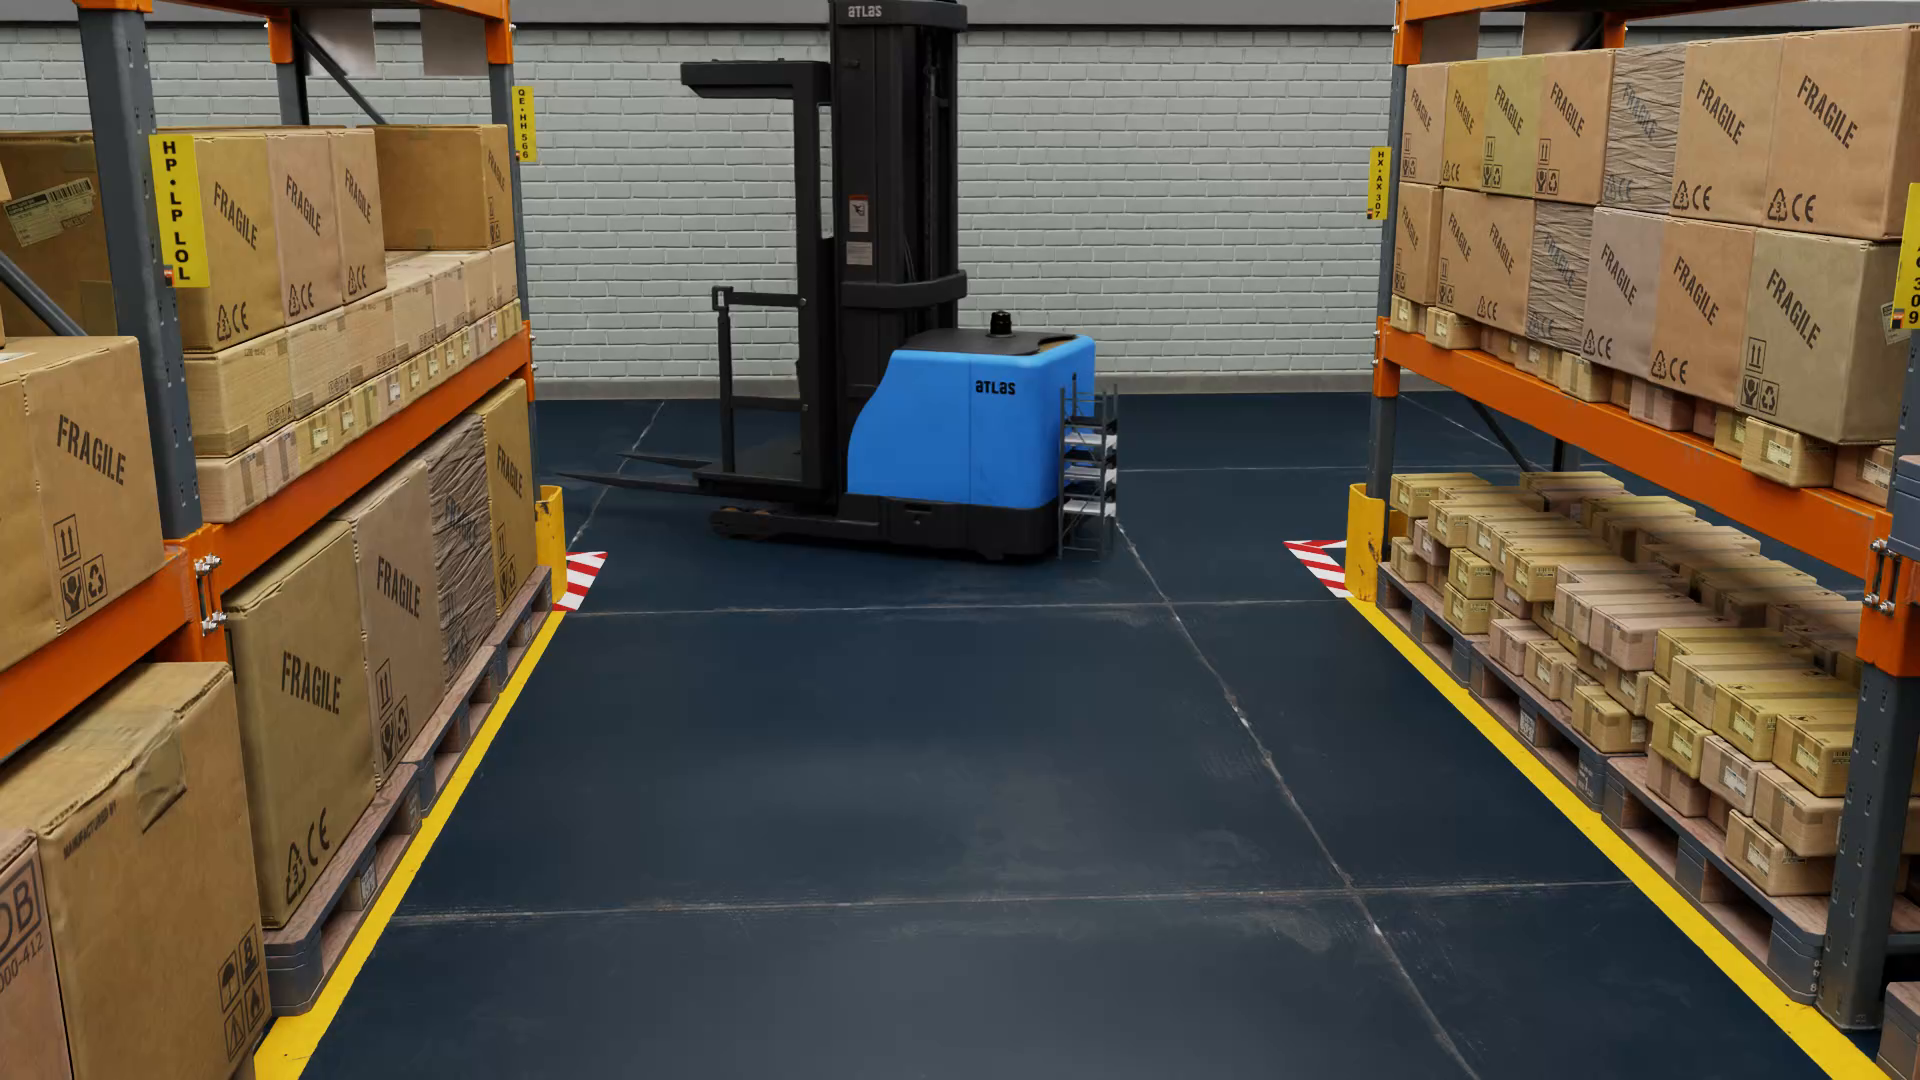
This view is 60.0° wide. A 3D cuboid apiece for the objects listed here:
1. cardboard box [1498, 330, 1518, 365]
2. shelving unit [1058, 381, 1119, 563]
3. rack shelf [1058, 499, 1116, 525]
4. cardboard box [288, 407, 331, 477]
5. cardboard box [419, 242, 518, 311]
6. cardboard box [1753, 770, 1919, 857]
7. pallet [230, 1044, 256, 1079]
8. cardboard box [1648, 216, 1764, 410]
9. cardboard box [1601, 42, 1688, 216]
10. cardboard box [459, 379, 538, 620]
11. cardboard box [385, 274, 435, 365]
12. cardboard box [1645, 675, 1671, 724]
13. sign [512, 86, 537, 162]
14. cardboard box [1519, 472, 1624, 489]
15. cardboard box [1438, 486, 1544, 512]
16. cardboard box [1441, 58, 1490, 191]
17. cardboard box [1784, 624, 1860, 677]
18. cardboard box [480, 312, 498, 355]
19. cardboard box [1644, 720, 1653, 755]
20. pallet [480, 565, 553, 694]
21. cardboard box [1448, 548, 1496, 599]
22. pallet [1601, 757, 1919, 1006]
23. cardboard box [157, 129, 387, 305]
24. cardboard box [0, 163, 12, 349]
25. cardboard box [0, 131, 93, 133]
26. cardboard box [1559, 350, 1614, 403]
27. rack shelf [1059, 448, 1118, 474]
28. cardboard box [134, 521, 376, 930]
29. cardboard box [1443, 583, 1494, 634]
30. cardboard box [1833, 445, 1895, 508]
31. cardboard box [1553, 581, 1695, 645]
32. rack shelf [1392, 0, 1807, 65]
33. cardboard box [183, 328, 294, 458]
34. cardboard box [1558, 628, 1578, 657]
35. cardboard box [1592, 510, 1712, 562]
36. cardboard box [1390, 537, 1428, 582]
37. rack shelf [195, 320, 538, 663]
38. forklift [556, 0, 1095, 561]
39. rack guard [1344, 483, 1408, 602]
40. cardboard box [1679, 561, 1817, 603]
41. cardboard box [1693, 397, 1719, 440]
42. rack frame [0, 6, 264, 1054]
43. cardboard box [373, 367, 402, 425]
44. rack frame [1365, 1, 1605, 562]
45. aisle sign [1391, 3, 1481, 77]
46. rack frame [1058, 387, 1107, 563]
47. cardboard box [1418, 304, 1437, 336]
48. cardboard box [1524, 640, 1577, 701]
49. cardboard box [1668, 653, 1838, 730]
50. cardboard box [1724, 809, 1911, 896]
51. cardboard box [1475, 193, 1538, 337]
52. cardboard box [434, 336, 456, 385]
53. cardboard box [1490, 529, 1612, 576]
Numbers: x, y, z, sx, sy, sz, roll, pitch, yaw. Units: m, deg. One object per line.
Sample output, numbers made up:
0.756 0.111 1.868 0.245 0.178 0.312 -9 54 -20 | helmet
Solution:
2.326 -0.759 6.459 0.380 0.149 0.250 -1 14 -4 | cardboard box
0.661 -0.353 8.592 0.258 0.900 0.210 5 15 20 | shelving unit
0.661 -0.146 8.645 0.258 0.077 0.200 5 15 20 | rack shelf
-1.961 -0.268 4.553 0.380 0.149 0.250 0 14 -2 | cardboard box
-2.194 -1.130 7.103 0.500 0.250 0.500 -1 14 -4 | cardboard box
2.379 0.728 4.459 0.380 0.149 0.250 -1 14 -2 | cardboard box
-2.118 1.361 3.314 1.003 0.211 1.213 -1 14 -3 | pallet
2.373 -0.669 4.810 0.500 0.500 0.500 -1 14 -5 | cardboard box
2.362 -1.277 5.166 0.500 0.500 0.500 -1 14 -2 | cardboard box
-2.369 -0.192 7.172 0.875 0.875 0.875 -1 14 -3 | cardboard box
-2.095 -0.748 5.617 0.500 0.250 0.500 -1 14 -3 | cardboard box
2.398 0.531 5.226 0.380 0.149 0.250 -1 14 -3 | cardboard box
-1.946 -1.855 7.419 0.100 0.325 0.005 -1 14 -3 | sign
2.753 -0.210 7.506 0.380 0.149 0.250 -1 14 -3 | cardboard box
2.298 -0.135 7.216 0.380 0.149 0.250 -1 14 -2 | cardboard box
2.268 -1.662 6.662 0.500 0.500 0.500 0 14 -2 | cardboard box
2.839 0.372 5.244 0.380 0.149 0.250 -1 14 -5 | cardboard box
-2.106 -0.843 6.786 0.380 0.149 0.250 -1 14 -3 | cardboard box
2.443 0.655 5.338 0.380 0.149 0.250 -1 14 -5 | cardboard box
-2.361 0.373 7.153 1.003 0.211 1.213 -1 14 -3 | pallet
2.216 0.135 6.764 0.380 0.149 0.250 0 14 -2 | cardboard box
2.639 0.952 4.902 1.003 0.211 1.213 -1 14 -3 | pallet
-2.075 -0.990 5.053 0.500 0.500 0.500 -1 14 -5 | cardboard box
-2.193 -0.556 2.953 0.797 0.503 0.637 -1 14 -5 | cardboard box
-2.563 -0.850 4.508 0.500 0.500 0.500 -1 14 -3 | cardboard box
2.296 -0.565 5.708 0.380 0.149 0.250 -1 14 -2 | cardboard box
0.661 -0.408 8.578 0.258 0.077 0.200 5 15 20 | rack shelf
-2.202 0.480 4.563 0.875 0.875 0.875 -1 14 -3 | cardboard box
2.207 0.277 6.810 0.380 0.149 0.250 -1 14 -3 | cardboard box
2.464 -0.178 4.201 0.380 0.149 0.250 -1 14 -4 | cardboard box
2.280 0.250 5.721 0.380 0.149 0.250 -1 14 -5 | cardboard box
2.592 -1.833 5.556 1.077 0.370 4.000 -1 14 -3 | rack shelf
-2.009 -0.373 4.159 0.500 0.250 0.500 -1 14 -4 | cardboard box
2.392 0.334 5.992 0.380 0.149 0.250 0 14 -1 | cardboard box
2.807 -0.018 6.763 0.380 0.149 0.250 -1 15 -6 | cardboard box
2.181 0.086 7.551 0.380 0.149 0.250 -1 14 -2 | cardboard box
-2.365 -0.329 5.730 1.077 0.370 4.000 -1 14 -3 | rack shelf
-0.818 -1.527 9.079 3.031 2.935 1.130 6 16 21 | forklift
2.472 0.003 8.012 1.175 0.500 0.348 -1 14 -3 | rack guard
2.830 0.179 5.994 0.380 0.149 0.250 -1 14 -3 | cardboard box
2.435 -0.372 4.958 0.380 0.149 0.250 -1 14 -5 | cardboard box
-2.241 -0.180 3.707 1.000 3.000 0.127 -1 14 -3 | rack frame
-2.008 -0.460 5.297 0.380 0.149 0.250 -1 14 -3 | cardboard box
2.468 -1.227 7.774 1.000 3.000 0.127 -1 14 -3 | rack frame
2.164 -2.499 7.502 0.394 0.787 0.004 -1 14 -3 | aisle sign
0.625 -0.329 8.500 0.240 0.900 0.006 5 15 20 | rack frame
2.218 -0.957 7.229 0.380 0.149 0.250 0 14 -1 | cardboard box
2.290 0.470 6.057 0.380 0.149 0.250 -1 14 -3 | cardboard box
2.356 0.448 4.949 0.380 0.149 0.250 -1 14 -4 | cardboard box
2.351 0.853 4.569 0.380 0.149 0.250 -1 14 -3 | cardboard box
2.296 -1.048 6.284 0.500 0.500 0.500 -1 14 -3 | cardboard box
-2.057 -0.651 6.043 0.380 0.149 0.250 -1 14 -3 | cardboard box
2.292 0.059 6.462 0.380 0.149 0.250 0 14 -1 | cardboard box
